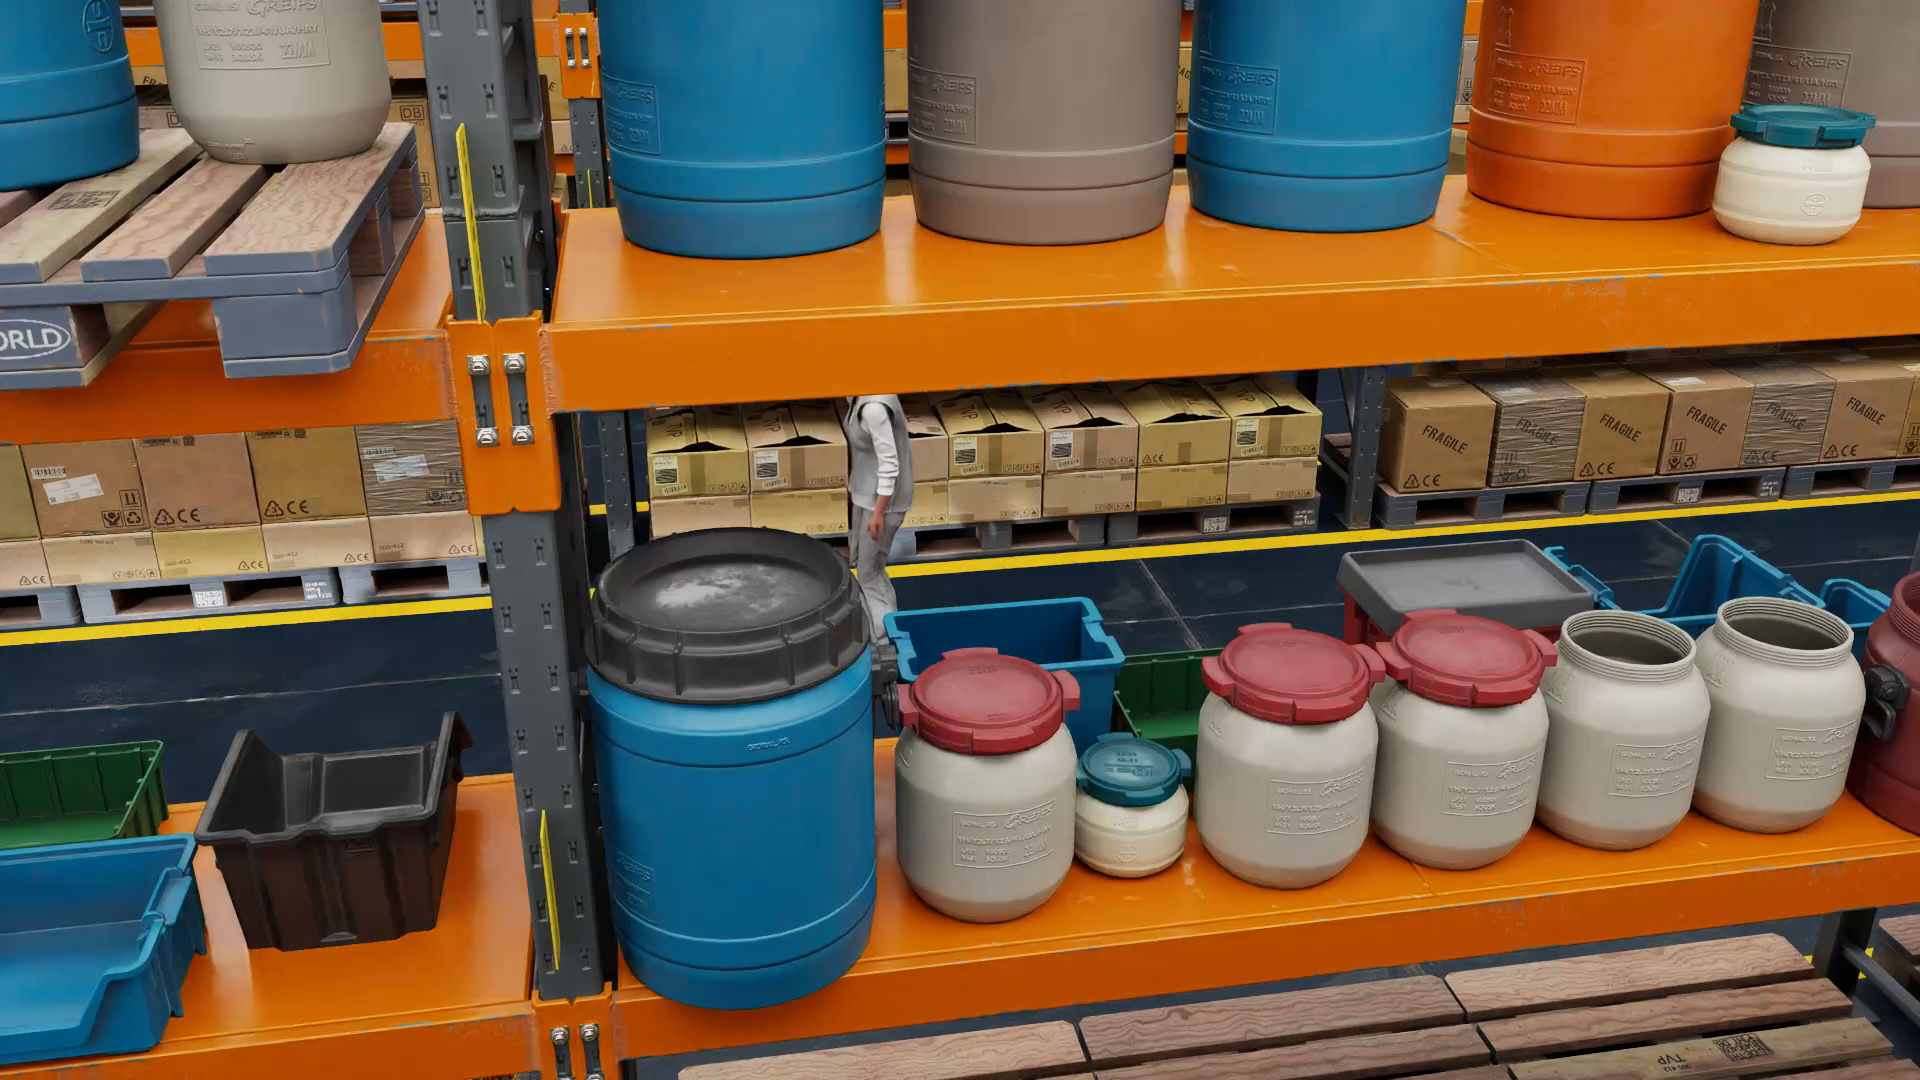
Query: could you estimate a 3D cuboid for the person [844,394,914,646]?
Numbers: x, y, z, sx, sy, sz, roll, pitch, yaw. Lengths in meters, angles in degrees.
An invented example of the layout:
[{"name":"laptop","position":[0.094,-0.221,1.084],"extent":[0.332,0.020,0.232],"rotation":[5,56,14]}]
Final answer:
[{"name":"person","position":[-0.392,-0.174,7.511],"extent":[0.346,1.592,0.475],"rotation":[-5,24,-12]}]
